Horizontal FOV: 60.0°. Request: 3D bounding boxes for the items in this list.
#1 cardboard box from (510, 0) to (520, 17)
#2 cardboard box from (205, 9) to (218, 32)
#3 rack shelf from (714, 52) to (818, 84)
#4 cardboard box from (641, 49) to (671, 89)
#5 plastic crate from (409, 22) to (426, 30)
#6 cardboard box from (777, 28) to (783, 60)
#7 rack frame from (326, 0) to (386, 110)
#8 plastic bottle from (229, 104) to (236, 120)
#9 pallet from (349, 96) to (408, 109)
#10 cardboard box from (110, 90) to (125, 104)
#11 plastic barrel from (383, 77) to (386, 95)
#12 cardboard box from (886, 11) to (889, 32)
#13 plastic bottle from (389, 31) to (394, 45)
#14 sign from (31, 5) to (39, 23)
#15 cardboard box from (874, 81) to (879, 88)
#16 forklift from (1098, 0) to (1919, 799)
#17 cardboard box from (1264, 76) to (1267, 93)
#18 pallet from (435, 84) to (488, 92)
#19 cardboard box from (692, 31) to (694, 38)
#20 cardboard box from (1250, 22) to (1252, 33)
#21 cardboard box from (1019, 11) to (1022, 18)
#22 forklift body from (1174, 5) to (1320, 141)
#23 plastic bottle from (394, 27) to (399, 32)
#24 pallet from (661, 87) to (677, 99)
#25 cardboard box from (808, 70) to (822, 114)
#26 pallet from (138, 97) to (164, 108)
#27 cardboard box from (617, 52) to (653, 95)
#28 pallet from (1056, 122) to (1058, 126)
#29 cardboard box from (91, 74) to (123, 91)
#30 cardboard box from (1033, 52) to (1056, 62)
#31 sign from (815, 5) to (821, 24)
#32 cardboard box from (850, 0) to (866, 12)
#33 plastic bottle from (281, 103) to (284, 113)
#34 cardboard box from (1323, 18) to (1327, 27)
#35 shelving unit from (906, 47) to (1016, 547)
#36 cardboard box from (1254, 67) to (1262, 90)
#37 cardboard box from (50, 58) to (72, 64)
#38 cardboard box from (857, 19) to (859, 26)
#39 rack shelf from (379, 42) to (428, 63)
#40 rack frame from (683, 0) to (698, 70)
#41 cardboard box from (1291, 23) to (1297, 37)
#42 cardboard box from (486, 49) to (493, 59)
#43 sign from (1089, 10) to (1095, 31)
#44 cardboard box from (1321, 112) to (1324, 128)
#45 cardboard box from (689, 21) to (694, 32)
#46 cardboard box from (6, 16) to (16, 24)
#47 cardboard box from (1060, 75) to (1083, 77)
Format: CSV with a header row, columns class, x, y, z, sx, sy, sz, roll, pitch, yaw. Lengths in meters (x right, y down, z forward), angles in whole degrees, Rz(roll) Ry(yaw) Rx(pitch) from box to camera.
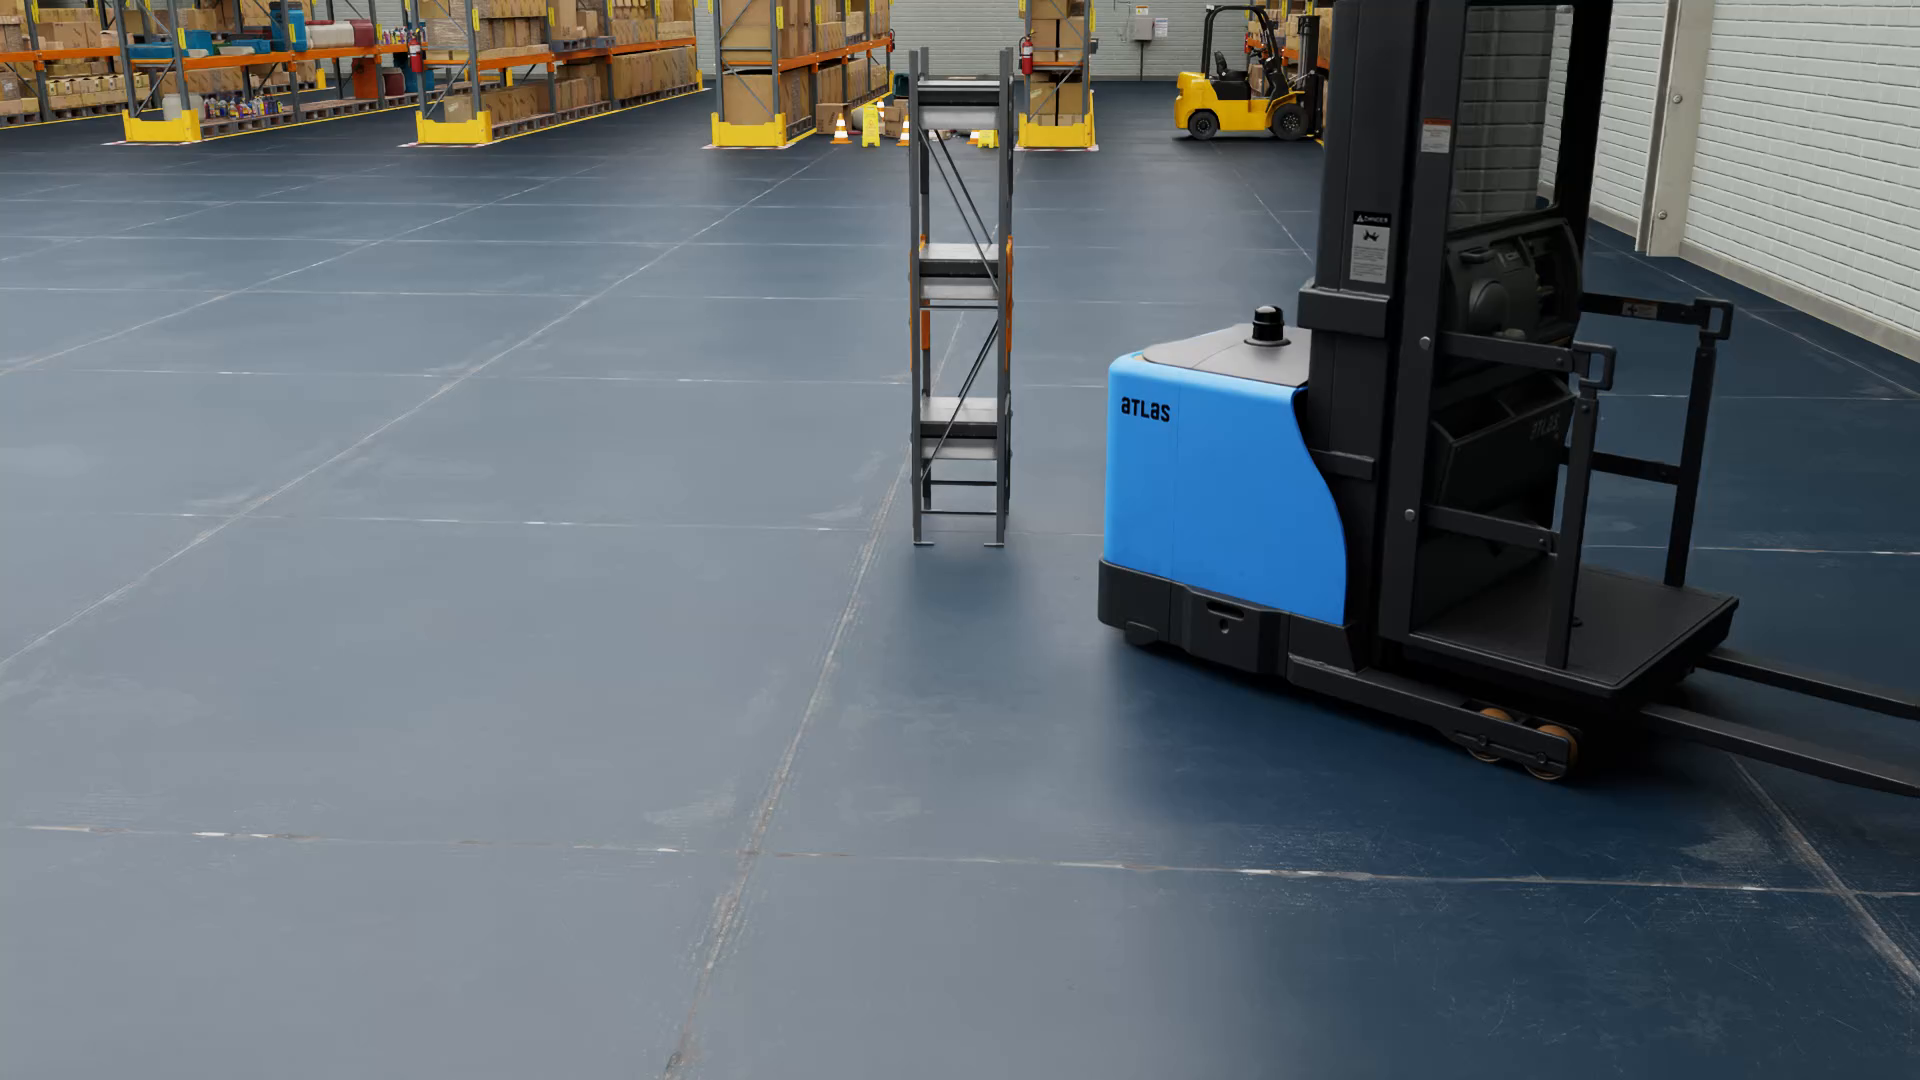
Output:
class,x,y,z,sx,sy,sz,roll,pitch,yaw
cardboard box,-7.932,-9.280,28.683,0.500,0.500,0.500,1,18,4
cardboard box,-17.628,-12.040,38.514,0.700,0.500,0.500,-5,19,-15
rack shelf,-3.267,-8.123,28.551,1.077,0.370,4.000,1,18,4
cardboard box,-7.363,-11.106,39.236,0.875,0.875,0.875,1,18,4
plastic crate,-12.737,-11.997,39.147,0.392,0.384,0.575,1,18,4
cardboard box,-3.411,-8.202,27.397,0.875,0.550,0.550,1,18,4
rack frame,-12.717,-10.581,34.897,1.000,3.000,0.127,1,18,4
plastic bottle,-12.850,-7.565,29.368,0.097,0.271,0.097,0,18,0
pallet,-12.702,-9.501,36.081,1.003,0.211,1.213,1,18,4
cardboard box,-17.524,-9.100,34.120,0.500,0.250,0.500,2,18,5
plastic barrel,-12.748,-9.928,36.225,0.421,0.512,0.421,0,18,0
cardboard box,-2.039,-12.856,41.203,0.500,0.500,0.500,2,18,5
plastic bottle,-12.275,-10.837,35.865,0.061,0.283,0.133,1,18,4
sign,-17.390,-9.887,31.263,0.100,0.325,0.005,1,18,4
cardboard box,-2.151,-10.925,39.851,0.380,0.149,0.250,1,18,2
forklift,1.954,-0.833,5.258,3.031,2.935,1.130,16,24,39
cardboard box,7.086,-10.248,37.222,0.500,0.500,0.500,2,18,6
pallet,-12.331,-11.107,40.981,1.003,0.211,1.213,1,18,4
cardboard box,-6.900,-12.718,41.821,0.380,0.149,0.250,2,18,5
cardboard box,7.295,-12.403,40.220,0.500,0.250,0.500,1,18,5
cardboard box,1.331,-8.910,27.552,0.700,0.500,0.500,1,18,3
forklift body,4.802,-7.881,28.021,2.313,2.155,1.214,1,18,4
plastic bottle,-12.410,-11.126,36.641,0.144,0.351,0.185,1,18,4
pallet,-7.358,-10.622,39.500,1.003,0.211,1.213,1,18,4
cardboard box,-3.169,-8.411,31.214,1.050,0.750,0.750,1,18,4
pallet,-17.566,-9.598,36.377,1.003,0.211,1.213,1,18,4
cardboard box,-7.579,-10.426,37.161,1.225,0.875,0.875,1,18,2
pallet,1.723,-7.092,28.728,1.003,0.211,1.213,1,18,4
cardboard box,-17.519,-9.365,34.029,0.500,0.311,0.500,1,18,4
cardboard box,1.348,-7.766,26.710,0.380,0.149,0.250,2,18,6
sign,-2.570,-9.523,30.151,0.100,0.325,0.005,1,18,4
cardboard box,-2.275,-12.369,38.110,0.500,0.500,0.500,2,18,5
plastic bottle,-12.719,-8.098,31.107,0.097,0.201,0.097,0,18,0
cardboard box,6.366,-8.763,28.146,0.380,0.149,0.250,1,18,2
shelving unit,0.012,-1.049,7.253,0.431,2.100,0.503,1,18,4
cardboard box,7.319,-10.861,39.091,0.700,0.500,0.500,1,18,2
cardboard box,-21.949,-11.696,40.600,0.380,0.149,0.250,2,18,6
cardboard box,-2.435,-11.420,36.709,0.380,0.149,0.250,1,18,2
rack shelf,-12.574,-10.860,36.904,1.077,0.370,4.000,1,18,4
rack frame,-7.203,-12.955,42.142,1.000,3.000,0.127,1,18,4
cardboard box,6.691,-9.856,32.122,0.500,0.250,0.500,1,18,3
cardboard box,-8.022,-8.104,27.741,0.380,0.149,0.250,1,18,4
sign,2.075,-8.164,26.130,0.100,0.325,0.005,1,18,4
cardboard box,6.294,-7.010,27.741,0.500,0.250,0.500,1,18,5
cardboard box,-6.973,-12.868,41.642,0.500,0.250,0.500,1,18,3
cardboard box,-17.770,-9.640,30.823,0.380,0.149,0.250,1,18,3
cardboard box,2.011,-7.908,29.277,0.500,0.500,0.500,2,18,5
